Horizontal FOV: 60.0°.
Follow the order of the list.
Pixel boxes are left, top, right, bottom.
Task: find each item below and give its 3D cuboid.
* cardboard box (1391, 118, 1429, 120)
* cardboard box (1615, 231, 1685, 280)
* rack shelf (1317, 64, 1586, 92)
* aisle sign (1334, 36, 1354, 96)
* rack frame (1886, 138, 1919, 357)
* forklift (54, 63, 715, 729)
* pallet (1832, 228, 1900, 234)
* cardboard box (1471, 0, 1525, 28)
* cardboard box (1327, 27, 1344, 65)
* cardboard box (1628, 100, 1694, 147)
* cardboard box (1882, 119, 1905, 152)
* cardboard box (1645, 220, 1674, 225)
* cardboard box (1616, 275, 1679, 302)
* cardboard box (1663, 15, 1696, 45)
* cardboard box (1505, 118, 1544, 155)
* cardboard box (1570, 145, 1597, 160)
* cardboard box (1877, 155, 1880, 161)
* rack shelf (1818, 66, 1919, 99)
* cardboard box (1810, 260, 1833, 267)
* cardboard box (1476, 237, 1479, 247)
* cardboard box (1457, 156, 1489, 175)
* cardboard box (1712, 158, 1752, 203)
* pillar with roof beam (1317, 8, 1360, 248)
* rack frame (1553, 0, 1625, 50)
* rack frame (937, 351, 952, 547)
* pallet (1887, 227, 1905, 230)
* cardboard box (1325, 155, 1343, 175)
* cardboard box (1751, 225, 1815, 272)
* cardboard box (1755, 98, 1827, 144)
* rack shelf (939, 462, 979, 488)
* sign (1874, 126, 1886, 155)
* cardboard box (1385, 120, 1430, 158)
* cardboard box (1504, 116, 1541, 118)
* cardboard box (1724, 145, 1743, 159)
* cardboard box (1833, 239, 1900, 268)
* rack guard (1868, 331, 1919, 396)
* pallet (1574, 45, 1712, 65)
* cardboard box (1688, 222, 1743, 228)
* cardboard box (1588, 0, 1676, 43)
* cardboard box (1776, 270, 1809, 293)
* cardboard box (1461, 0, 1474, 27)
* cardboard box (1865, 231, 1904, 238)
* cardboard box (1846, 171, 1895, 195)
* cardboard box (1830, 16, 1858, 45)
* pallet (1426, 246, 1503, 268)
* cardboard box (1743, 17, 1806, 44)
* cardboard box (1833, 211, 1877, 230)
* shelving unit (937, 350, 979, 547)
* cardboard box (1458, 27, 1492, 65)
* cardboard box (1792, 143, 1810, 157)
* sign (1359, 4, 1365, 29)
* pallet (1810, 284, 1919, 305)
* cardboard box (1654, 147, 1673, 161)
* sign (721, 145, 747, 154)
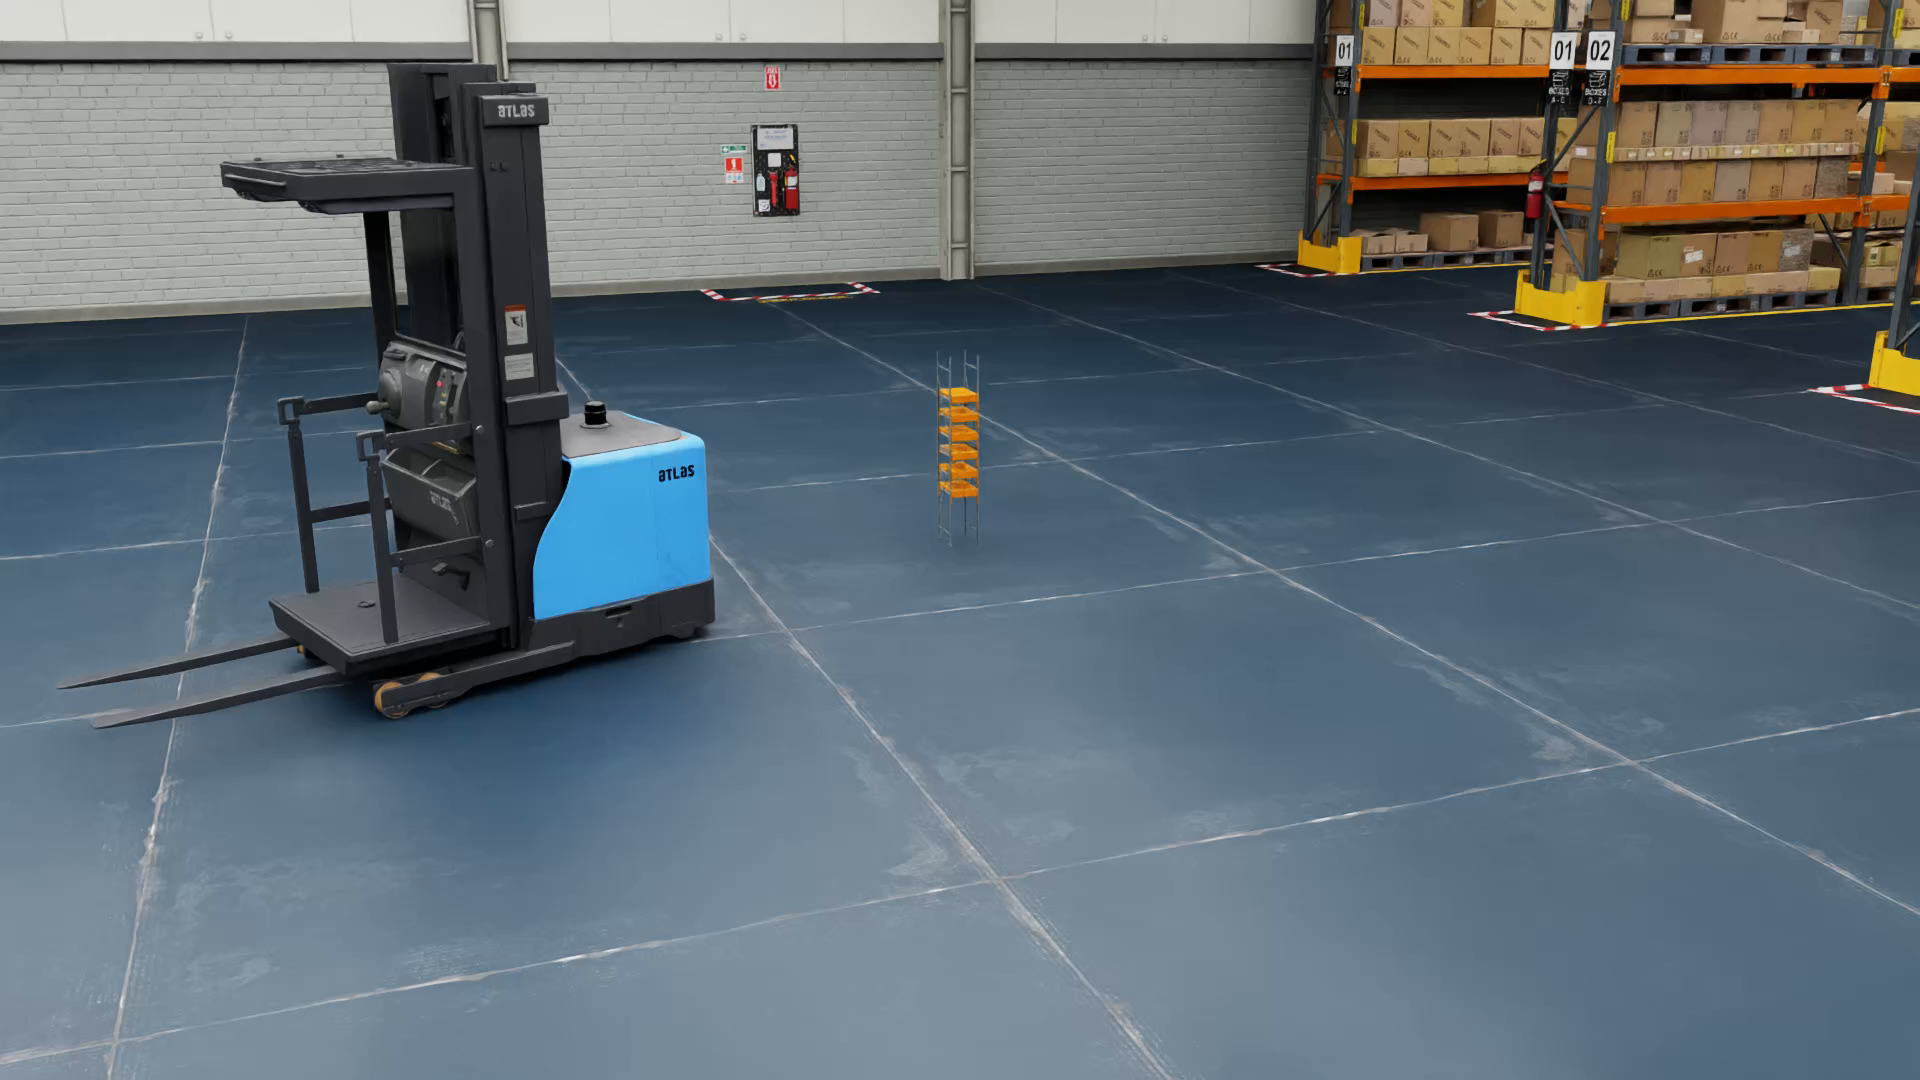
[{"bbox_3d":[6.535,-5.836,24.049,0.500,0.500,0.500,-7,18,-22],"label":"cardboard box"},{"bbox_3d":[8.038,-3.320,19.383,0.500,0.500,0.500,-6,17,-20],"label":"cardboard box"},{"bbox_3d":[7.083,-6.630,23.804,4.000,0.370,1.077,-6,17,-20],"label":"rack shelf"},{"bbox_3d":[5.256,-6.495,22.779,0.004,0.787,0.394,-6,17,-20],"label":"aisle sign"},{"bbox_3d":[8.761,-2.727,14.562,0.127,3.000,1.000,-6,17,-20],"label":"rack frame"},{"bbox_3d":[-2.755,-0.740,7.917,3.031,2.935,1.130,-14,21,-39],"label":"forklift"},{"bbox_3d":[14.587,-4.984,27.197,1.213,0.211,1.003,-6,17,-20],"label":"pallet"},{"bbox_3d":[7.588,-7.479,23.430,0.500,0.500,0.500,-7,18,-22],"label":"cardboard box"},{"bbox_3d":[5.515,-6.940,23.369,0.500,0.500,0.500,-5,17,-16],"label":"cardboard box"},{"bbox_3d":[7.971,-4.805,19.157,0.500,0.500,0.700,-7,18,-22],"label":"cardboard box"},{"bbox_3d":[14.671,-6.477,26.591,0.500,0.500,0.500,-6,17,-19],"label":"cardboard box"},{"bbox_3d":[10.588,-4.934,25.731,0.500,0.500,0.700,-6,17,-19],"label":"cardboard box"},{"bbox_3d":[8.038,-2.960,19.490,0.500,0.250,0.500,-6,17,-20],"label":"cardboard box"},{"bbox_3d":[10.642,-7.584,24.856,0.500,0.500,0.500,-7,18,-22],"label":"cardboard box"},{"bbox_3d":[8.156,-5.854,24.109,0.500,0.500,0.500,-6,17,-20],"label":"cardboard box"},{"bbox_3d":[7.280,-4.479,19.198,0.250,0.149,0.380,-6,18,-21],"label":"cardboard box"},{"bbox_3d":[14.505,-6.159,26.660,0.250,0.149,0.380,-6,17,-20],"label":"cardboard box"},{"bbox_3d":[12.595,-5.730,20.740,4.000,0.370,1.077,-6,17,-20],"label":"rack shelf"},{"bbox_3d":[11.011,-3.435,21.105,0.500,0.250,0.500,-6,18,-21],"label":"cardboard box"},{"bbox_3d":[7.450,-4.425,24.621,0.250,0.149,0.380,-8,18,-25],"label":"cardboard box"},{"bbox_3d":[7.216,-5.394,23.872,0.500,0.250,0.500,-6,17,-20],"label":"cardboard box"},{"bbox_3d":[8.877,-4.280,19.670,0.500,0.500,0.700,-6,17,-18],"label":"cardboard box"},{"bbox_3d":[7.100,-7.378,19.752,0.400,9.000,9.100,-6,17,-20],"label":"pillar with roof beam"},{"bbox_3d":[6.992,-6.910,18.156,0.127,3.000,1.000,-6,17,-20],"label":"rack frame"},{"bbox_3d":[-0.099,-0.565,10.393,0.006,1.200,0.240,-6,17,-20],"label":"rack frame"},{"bbox_3d":[15.728,-5.108,27.619,1.213,0.211,1.003,-6,17,-20],"label":"pallet"},{"bbox_3d":[5.583,-5.370,23.791,0.500,0.250,0.500,-6,17,-19],"label":"cardboard box"},{"bbox_3d":[9.901,-3.525,20.081,0.500,0.500,0.500,-6,17,-20],"label":"cardboard box"},{"bbox_3d":[9.844,-5.007,19.846,0.500,0.500,0.700,-6,17,-20],"label":"cardboard box"},{"bbox_3d":[-0.014,-0.416,10.471,0.180,0.103,0.258,-6,17,-20],"label":"rack shelf"},{"bbox_3d":[10.927,-4.742,19.745,0.005,0.325,0.100,-6,17,-20],"label":"sign"},{"bbox_3d":[6.234,-5.648,23.407,0.500,0.500,0.500,-6,17,-20],"label":"cardboard box"},{"bbox_3d":[8.437,-6.042,24.751,0.500,0.500,0.500,-7,18,-21],"label":"cardboard box"},{"bbox_3d":[8.871,-4.528,19.365,0.250,0.149,0.380,-6,17,-20],"label":"cardboard box"},{"bbox_3d":[11.202,-3.562,20.543,0.500,0.311,0.500,-6,17,-20],"label":"cardboard box"},{"bbox_3d":[8.815,-1.548,14.983,0.348,0.500,1.175,-6,17,-20],"label":"rack guard"},{"bbox_3d":[7.661,-5.492,18.811,1.213,0.211,1.003,-6,17,-20],"label":"pallet"},{"bbox_3d":[9.248,-3.611,20.376,0.500,0.500,0.500,-6,17,-20],"label":"cardboard box"},{"bbox_3d":[7.530,-5.845,18.679,0.637,0.503,0.797,-5,17,-16],"label":"cardboard box"},{"bbox_3d":[9.902,-3.165,20.185,0.500,0.250,0.500,-6,17,-20],"label":"cardboard box"},{"bbox_3d":[6.971,-7.573,23.753,0.500,0.500,0.500,-6,17,-20],"label":"cardboard box"},{"bbox_3d":[11.953,-3.806,21.374,0.500,0.311,0.500,-6,17,-20],"label":"cardboard box"},{"bbox_3d":[11.171,-4.424,20.604,0.500,0.250,0.500,-5,17,-17],"label":"cardboard box"},{"bbox_3d":[13.594,-7.970,26.134,0.500,0.500,0.700,-7,18,-23],"label":"cardboard box"},{"bbox_3d":[7.195,-4.198,24.520,1.213,0.211,1.003,-6,17,-20],"label":"pallet"},{"bbox_3d":[9.658,-6.064,19.764,0.500,0.311,0.500,-7,18,-23],"label":"cardboard box"},{"bbox_3d":[14.240,-5.437,26.859,0.750,0.750,0.750,-6,17,-20],"label":"cardboard box"},{"bbox_3d":[-0.014,-0.574,10.424,0.189,1.200,0.258,-6,17,-20],"label":"shelving unit"},{"bbox_3d":[7.108,-6.957,23.427,0.500,0.500,0.500,-5,17,-17],"label":"cardboard box"},{"bbox_3d":[9.830,-4.632,19.718,0.250,0.149,0.380,-6,17,-20],"label":"cardboard box"},{"bbox_3d":[5.410,-7.050,22.407,0.005,0.325,0.100,-6,17,-20],"label":"sign"},{"bbox_3d":[11.401,-3.181,21.056,1.213,0.211,1.003,-6,17,-20],"label":"pallet"},{"bbox_3d":[7.914,-4.425,19.016,0.250,0.149,0.380,-6,17,-20],"label":"cardboard box"},{"bbox_3d":[-2.910,-5.029,21.396,0.331,0.109,0.001,-6,17,-20],"label":"sign"}]
